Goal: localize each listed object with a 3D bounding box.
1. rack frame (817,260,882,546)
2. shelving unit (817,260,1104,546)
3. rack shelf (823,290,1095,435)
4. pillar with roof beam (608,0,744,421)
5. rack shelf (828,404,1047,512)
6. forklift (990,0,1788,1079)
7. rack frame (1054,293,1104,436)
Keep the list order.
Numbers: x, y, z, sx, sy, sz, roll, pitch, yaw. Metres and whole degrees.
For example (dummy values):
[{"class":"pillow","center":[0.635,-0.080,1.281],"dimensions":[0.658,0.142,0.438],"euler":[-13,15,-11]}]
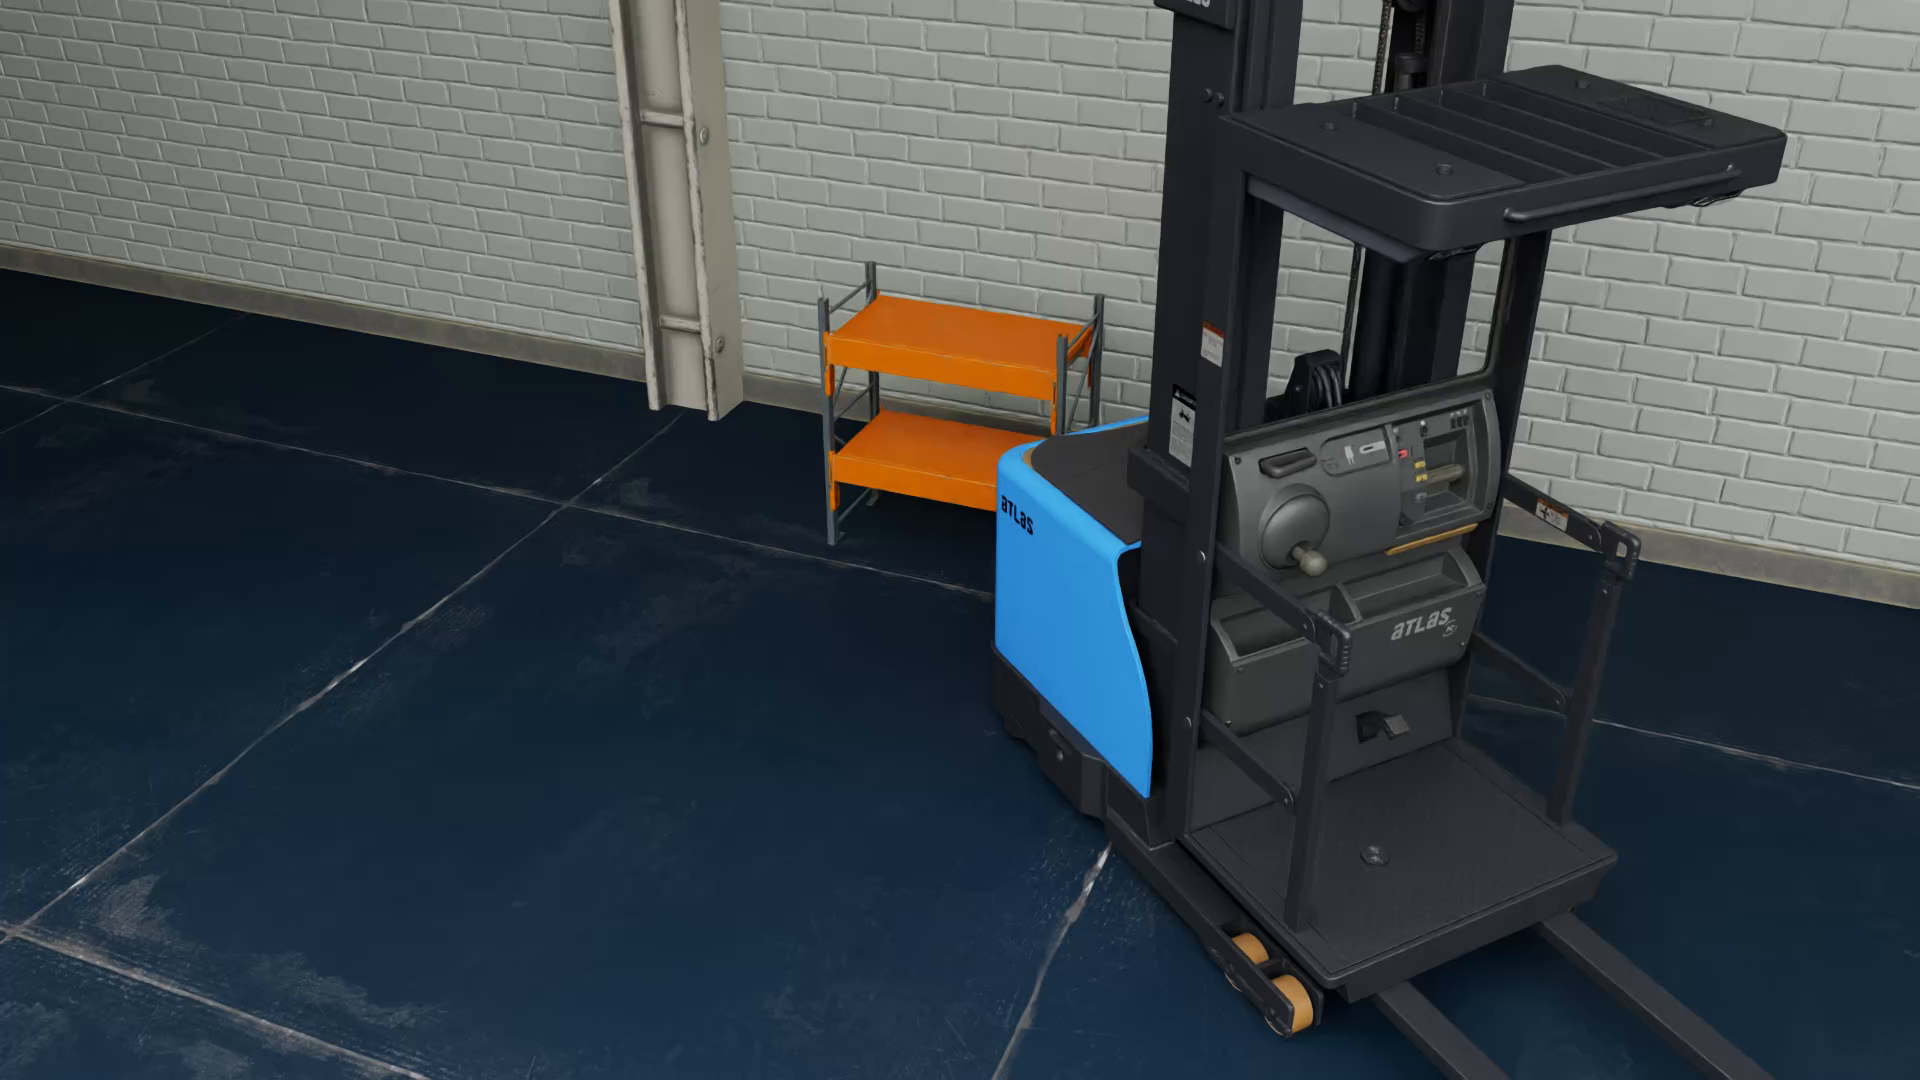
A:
[{"class":"rack frame","center":[-0.465,-0.582,7.137],"dimensions":[0.032,1.125,0.500],"euler":[11,31,19]},{"class":"shelving unit","center":[0.006,-0.488,6.971],"dimensions":[1.048,1.125,0.538],"euler":[11,31,19]},{"class":"rack shelf","center":[0.006,-0.743,6.827],"dimensions":[1.000,0.278,0.538],"euler":[11,31,19]},{"class":"pillar with roof beam","center":[-2.956,-2.654,2.800],"dimensions":[0.400,9.000,9.100],"euler":[11,31,19]},{"class":"rack shelf","center":[0.006,-0.276,7.091],"dimensions":[1.000,0.278,0.538],"euler":[11,31,19]},{"class":"forklift","center":[1.242,-0.118,4.480],"dimensions":[1.130,2.935,3.031],"euler":[-15,33,-24]},{"class":"rack frame","center":[0.477,-0.394,6.805],"dimensions":[0.032,1.125,0.500],"euler":[11,31,19]}]
